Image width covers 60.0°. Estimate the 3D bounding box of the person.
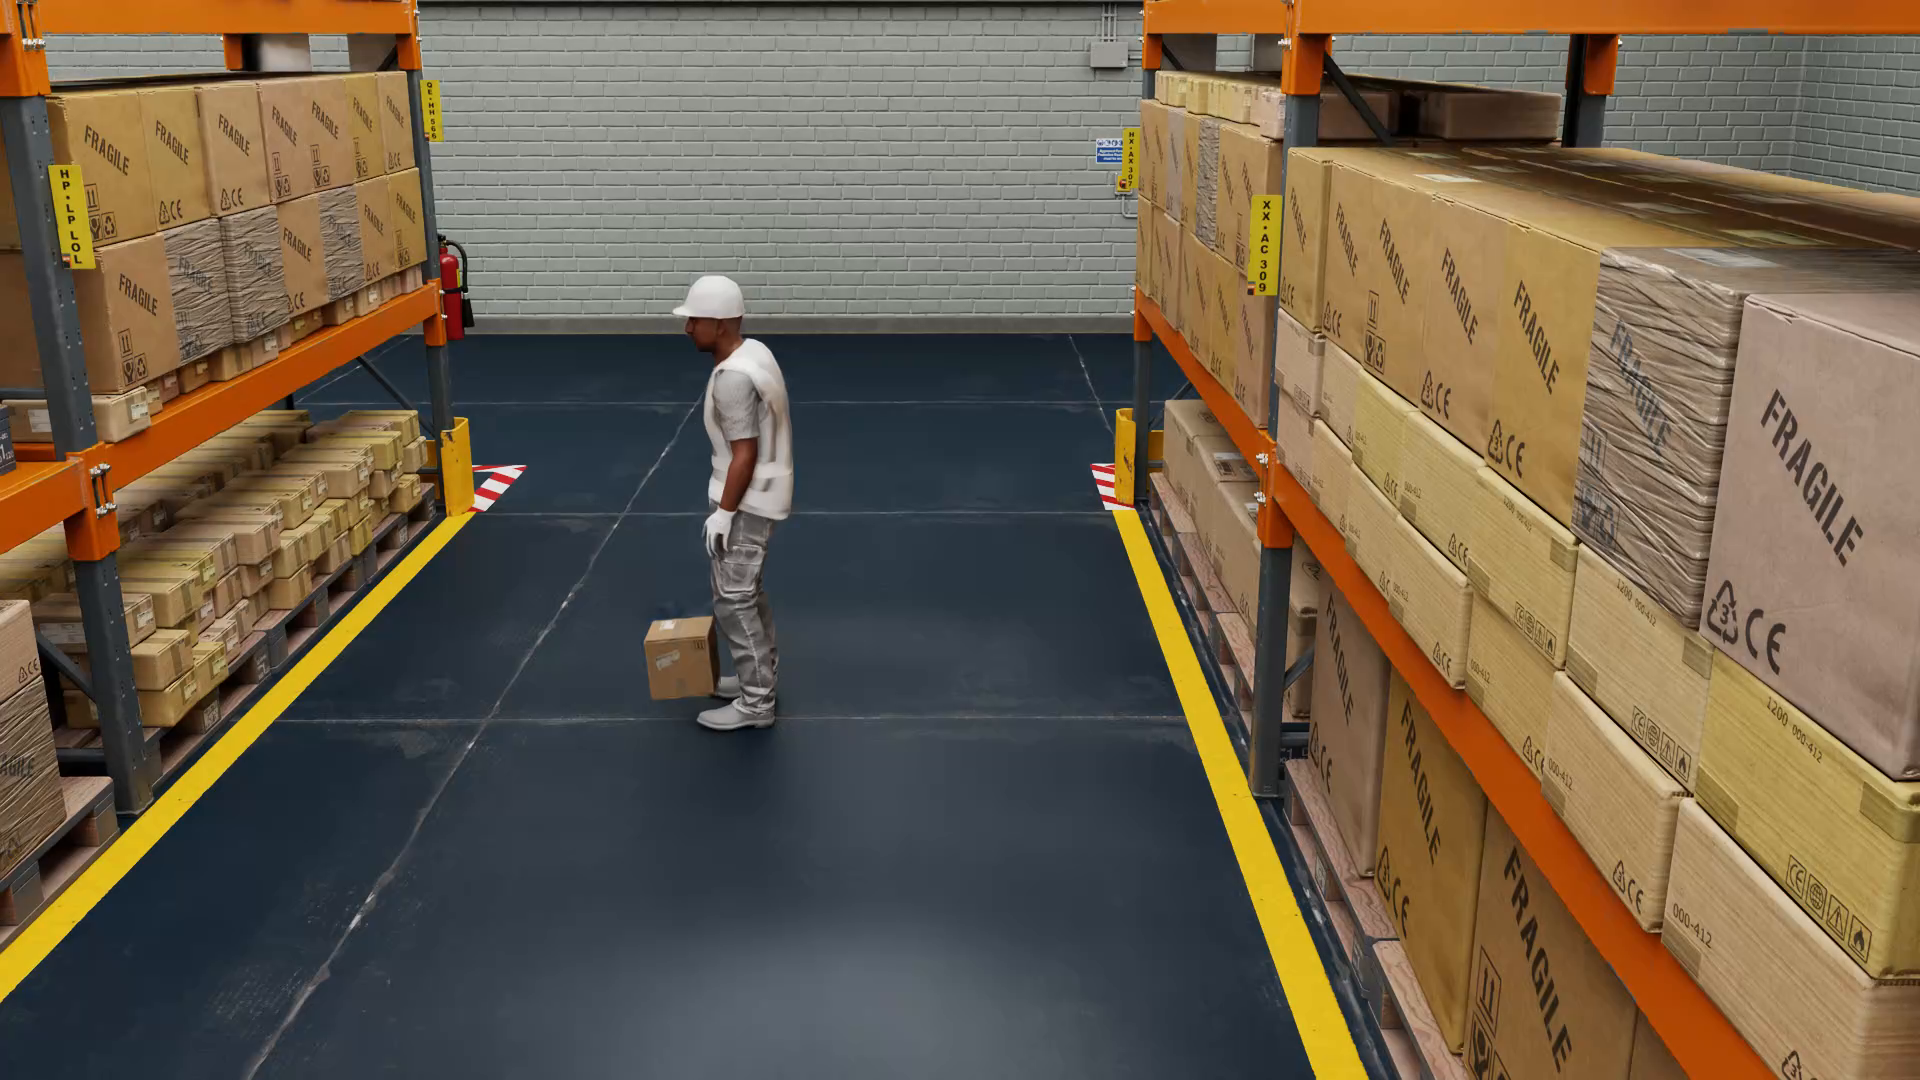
[{"bbox_3d":[-0.864,-0.143,6.492,0.434,1.776,0.590,-1,17,-3],"label":"person"}]
